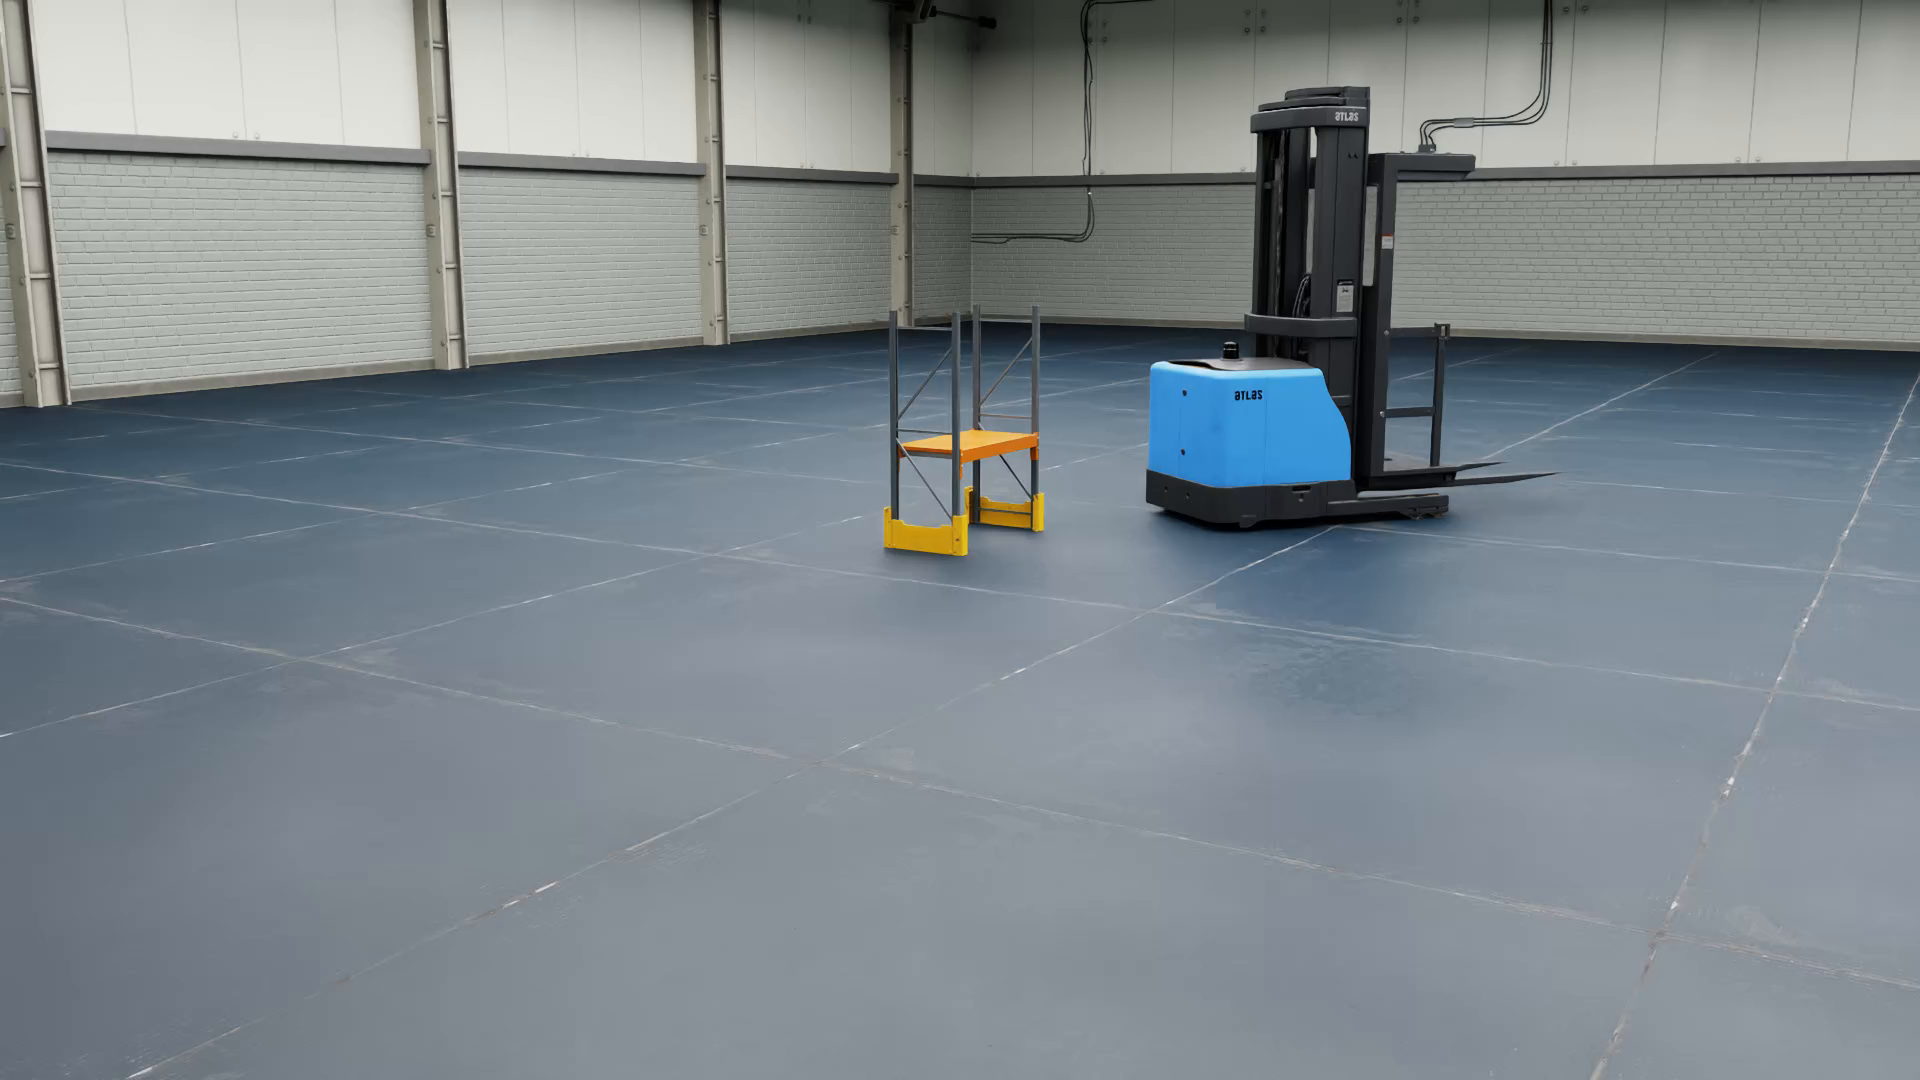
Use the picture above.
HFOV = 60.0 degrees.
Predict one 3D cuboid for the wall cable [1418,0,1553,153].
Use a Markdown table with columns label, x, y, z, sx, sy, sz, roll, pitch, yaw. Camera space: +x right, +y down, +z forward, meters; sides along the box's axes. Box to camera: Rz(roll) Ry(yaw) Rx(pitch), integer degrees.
| label | x | y | z | sx | sy | sz | roll | pitch | yaw |
| --- | --- | --- | --- | --- | --- | --- | --- | --- | --- |
| wall cable | 9.590 | -9.909 | 30.099 | 2.305 | 6.003 | 0.169 | 6 | 12 | 31 |

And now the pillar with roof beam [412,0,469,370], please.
| label | x | y | z | sx | sy | sz | roll | pitch | yaw |
| --- | --- | --- | --- | --- | --- | --- | --- | --- | --- |
| pillar with roof beam | -3.726 | -6.511 | 21.192 | 9.100 | 9.000 | 0.400 | 6 | 12 | 31 |

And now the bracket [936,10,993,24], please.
| label | x | y | z | sx | sy | sz | roll | pitch | yaw |
| --- | --- | --- | --- | --- | --- | --- | --- | --- | --- |
| bracket | 0.268 | -10.890 | 34.801 | 0.076 | 0.066 | 3.189 | 6 | 12 | 31 |

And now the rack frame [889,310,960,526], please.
| label | x | y | z | sx | sy | sz | roll | pitch | yaw |
| --- | --- | --- | --- | --- | --- | --- | --- | --- | --- |
| rack frame | -0.220 | -0.671 | 10.375 | 0.500 | 1.500 | 0.032 | 6 | 12 | 31 |

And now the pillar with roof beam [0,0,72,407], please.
| label | x | y | z | sx | sy | sz | roll | pitch | yaw |
| --- | --- | --- | --- | --- | --- | --- | --- | --- | --- |
| pillar with roof beam | -6.841 | -5.567 | 16.152 | 9.100 | 9.000 | 0.400 | 6 | 12 | 31 |

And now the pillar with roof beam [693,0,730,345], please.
| label | x | y | z | sx | sy | sz | roll | pitch | yaw |
| --- | --- | --- | --- | --- | --- | --- | --- | --- | --- |
| pillar with roof beam | -0.611 | -7.454 | 26.232 | 9.100 | 9.000 | 0.400 | 6 | 12 | 31 |

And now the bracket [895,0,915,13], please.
| label | x | y | z | sx | sy | sz | roll | pitch | yaw |
| --- | --- | --- | --- | --- | --- | --- | --- | --- | --- |
| bracket | -1.087 | -10.479 | 32.609 | 0.235 | 0.232 | 0.430 | 6 | 12 | 31 |

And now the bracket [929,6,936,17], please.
| label | x | y | z | sx | sy | sz | roll | pitch | yaw |
| --- | --- | --- | --- | --- | --- | --- | --- | --- | --- |
| bracket | -0.656 | -10.610 | 33.306 | 0.235 | 0.232 | 0.430 | 6 | 12 | 31 |

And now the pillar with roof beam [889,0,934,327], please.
| label | x | y | z | sx | sy | sz | roll | pitch | yaw |
| --- | --- | --- | --- | --- | --- | --- | --- | --- | --- |
| pillar with roof beam | 2.504 | -8.398 | 31.273 | 9.100 | 9.000 | 0.548 | 6 | 12 | 31 |

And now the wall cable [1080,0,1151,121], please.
| label | x | y | z | sx | sy | sz | roll | pitch | yaw |
| --- | --- | --- | --- | --- | --- | --- | --- | --- | --- |
| wall cable | 3.797 | -9.844 | 33.710 | 3.097 | 2.526 | 0.112 | 6 | 12 | 31 |

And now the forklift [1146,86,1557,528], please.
| label | x | y | z | sx | sy | sz | roll | pitch | yaw |
| --- | --- | --- | --- | --- | --- | --- | --- | --- | --- |
| forklift | 2.900 | -1.670 | 11.822 | 3.031 | 2.935 | 1.130 | -4 | 11 | -22 |

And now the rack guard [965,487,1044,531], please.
| label | x | y | z | sx | sy | sz | roll | pitch | yaw |
| --- | --- | --- | --- | --- | --- | --- | --- | --- | --- |
| rack guard | 0.298 | -0.213 | 11.328 | 0.587 | 0.250 | 0.087 | 6 | 12 | 31 |

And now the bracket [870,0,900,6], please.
| label | x | y | z | sx | sy | sz | roll | pitch | yaw |
| --- | --- | --- | --- | --- | --- | --- | --- | --- | --- |
| bracket | -2.425 | -10.074 | 30.444 | 0.076 | 0.066 | 4.783 | 6 | 12 | 31 |

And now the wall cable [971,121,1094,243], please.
| label | x | y | z | sx | sy | sz | roll | pitch | yaw |
| --- | --- | --- | --- | --- | --- | --- | --- | --- | --- |
| wall cable | 1.485 | -7.620 | 35.555 | 3.097 | 2.526 | 0.112 | 6 | 12 | 31 |

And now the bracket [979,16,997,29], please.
| label | x | y | z | sx | sy | sz | roll | pitch | yaw |
| --- | --- | --- | --- | --- | --- | --- | --- | --- | --- |
| bracket | 0.574 | -10.983 | 35.297 | 0.235 | 0.232 | 0.430 | 6 | 12 | 31 |

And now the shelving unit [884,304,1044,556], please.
| label | x | y | z | sx | sy | sz | roll | pitch | yaw |
| --- | --- | --- | --- | --- | --- | --- | --- | --- | --- |
| shelving unit | 0.040 | -0.749 | 10.795 | 0.587 | 1.500 | 1.083 | 6 | 12 | 31 |

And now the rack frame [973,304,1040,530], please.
| label | x | y | z | sx | sy | sz | roll | pitch | yaw |
| --- | --- | --- | --- | --- | --- | --- | --- | --- | --- |
| rack frame | 0.308 | -0.831 | 11.229 | 0.500 | 1.500 | 0.032 | 6 | 12 | 31 |

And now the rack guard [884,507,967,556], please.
| label | x | y | z | sx | sy | sz | roll | pitch | yaw |
| --- | --- | --- | --- | --- | --- | --- | --- | --- | --- |
| rack guard | -0.219 | -0.057 | 10.491 | 0.587 | 0.250 | 0.087 | 6 | 12 | 31 |

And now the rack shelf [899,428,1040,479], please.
| label | x | y | z | sx | sy | sz | roll | pitch | yaw |
| --- | --- | --- | --- | --- | --- | --- | --- | --- | --- |
| rack shelf | 0.044 | -0.574 | 10.835 | 0.538 | 0.185 | 1.000 | 6 | 12 | 31 |
